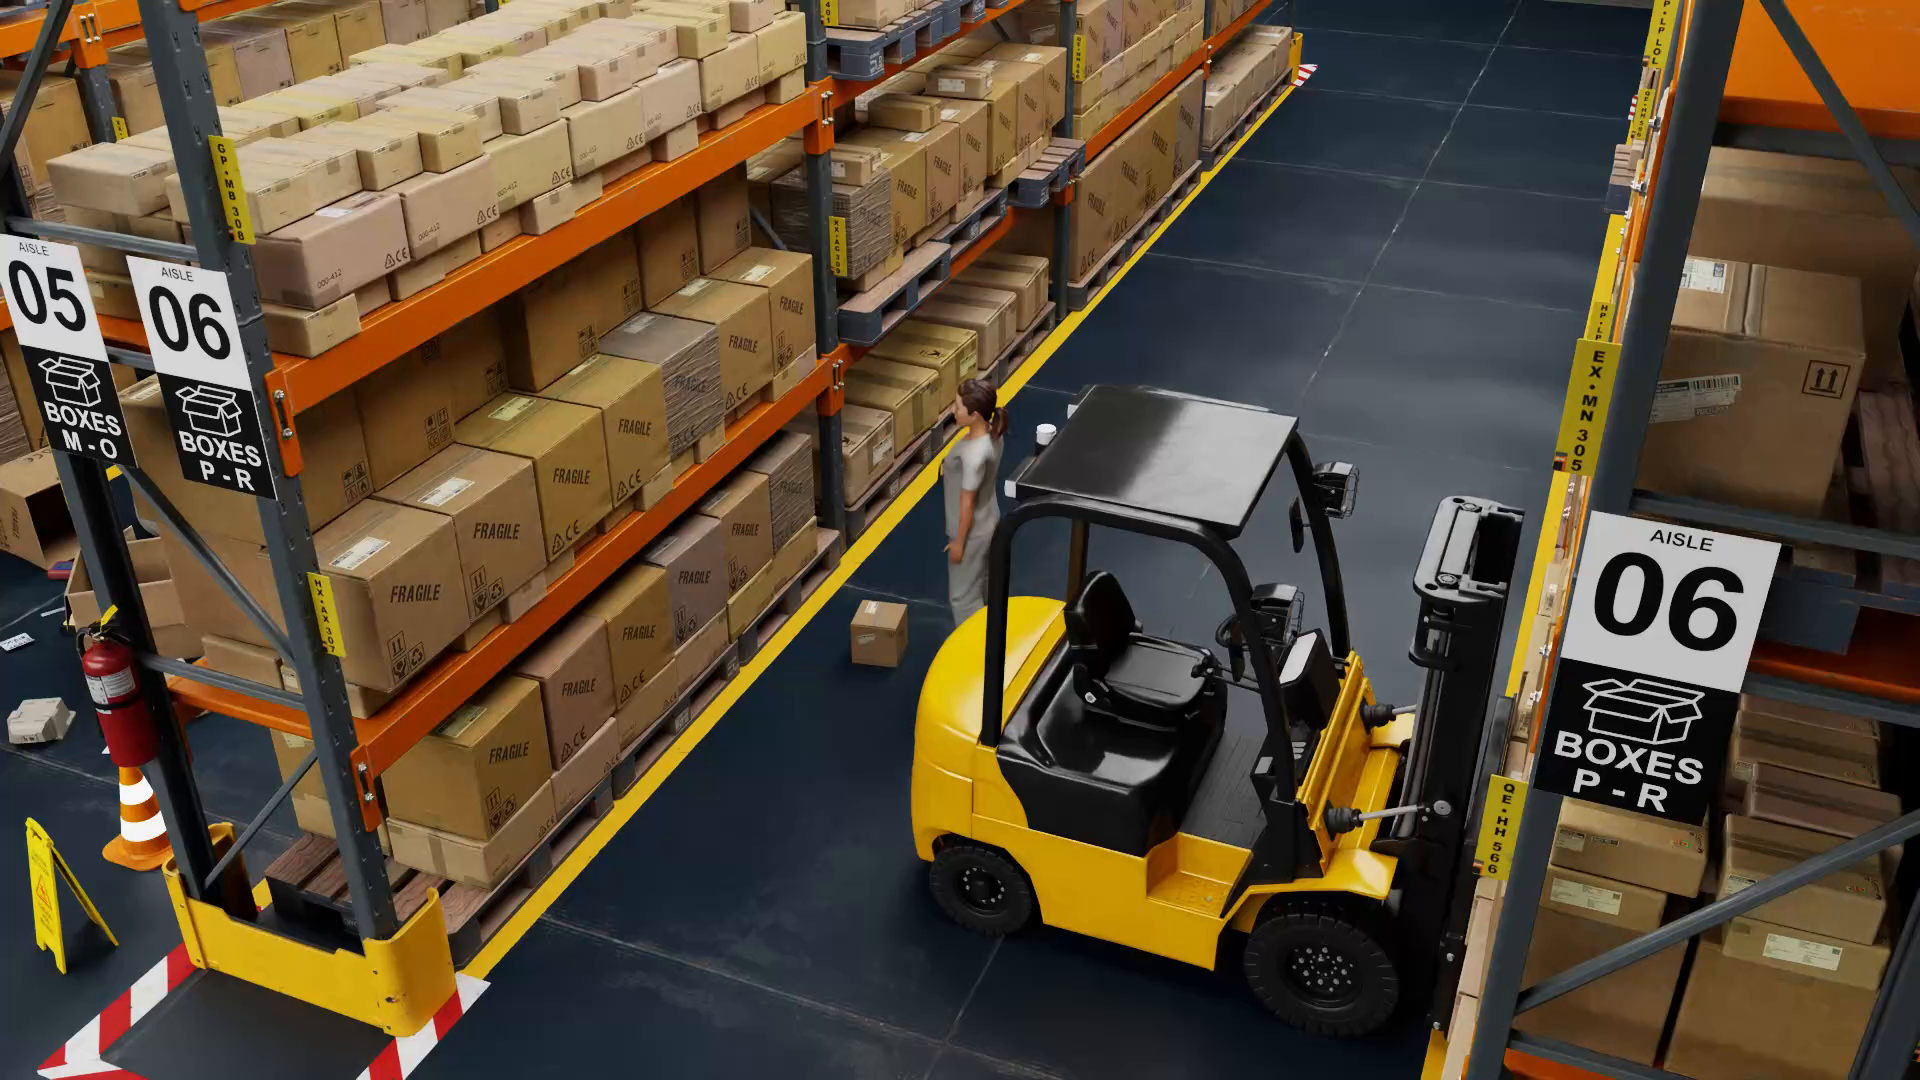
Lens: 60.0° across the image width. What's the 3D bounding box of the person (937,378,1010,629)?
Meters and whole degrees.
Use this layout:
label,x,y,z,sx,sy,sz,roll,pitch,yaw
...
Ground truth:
label,x,y,z,sx,sy,sz,roll,pitch,yaw
person,0.076,-0.052,8.494,0.359,1.671,0.439,6,30,10
